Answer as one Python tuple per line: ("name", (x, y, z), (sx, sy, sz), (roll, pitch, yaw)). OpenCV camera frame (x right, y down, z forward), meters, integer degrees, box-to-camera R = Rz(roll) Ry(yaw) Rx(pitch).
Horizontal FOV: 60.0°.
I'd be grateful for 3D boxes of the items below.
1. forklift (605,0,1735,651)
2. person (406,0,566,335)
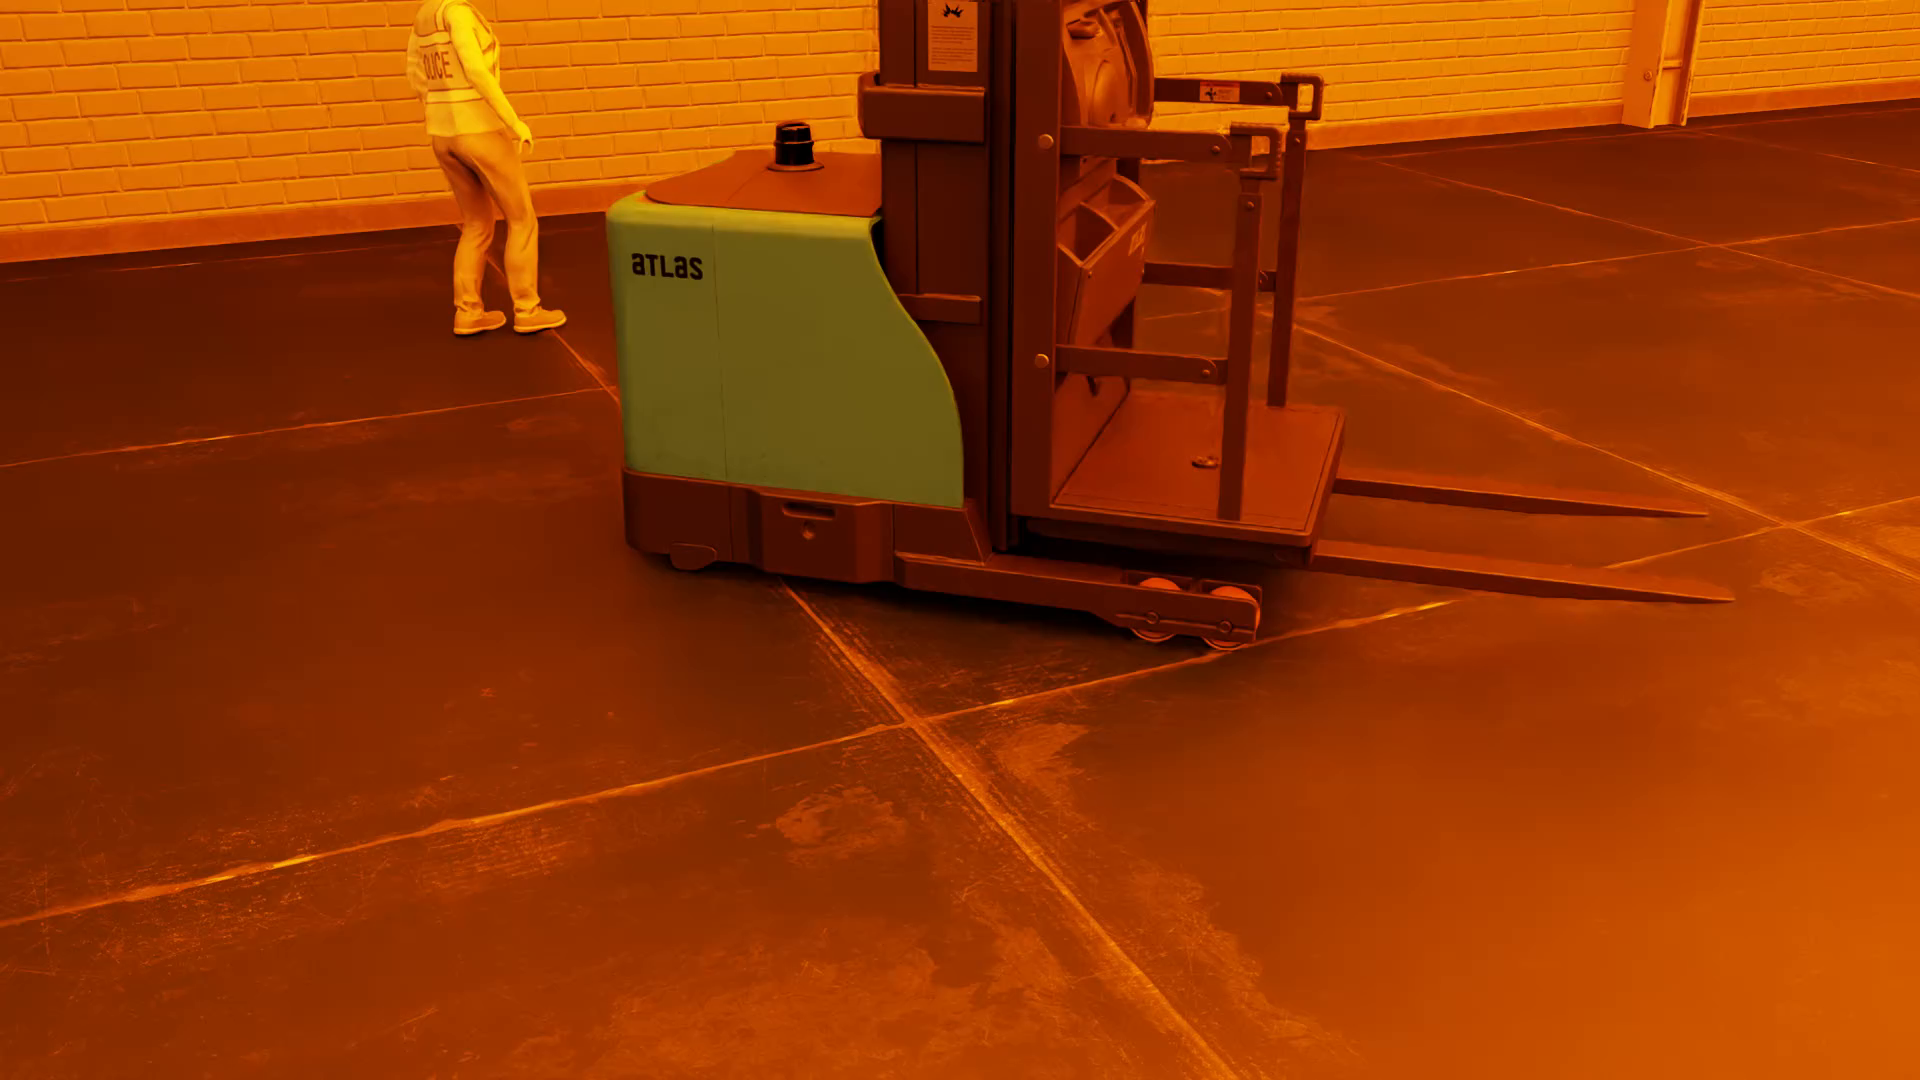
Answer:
("forklift", (0.587, -1.288, 4.386), (3.031, 2.935, 1.130), (7, 23, 16))
("person", (-2.036, -1.707, 7.070), (0.687, 1.653, 0.467), (17, 28, 36))
